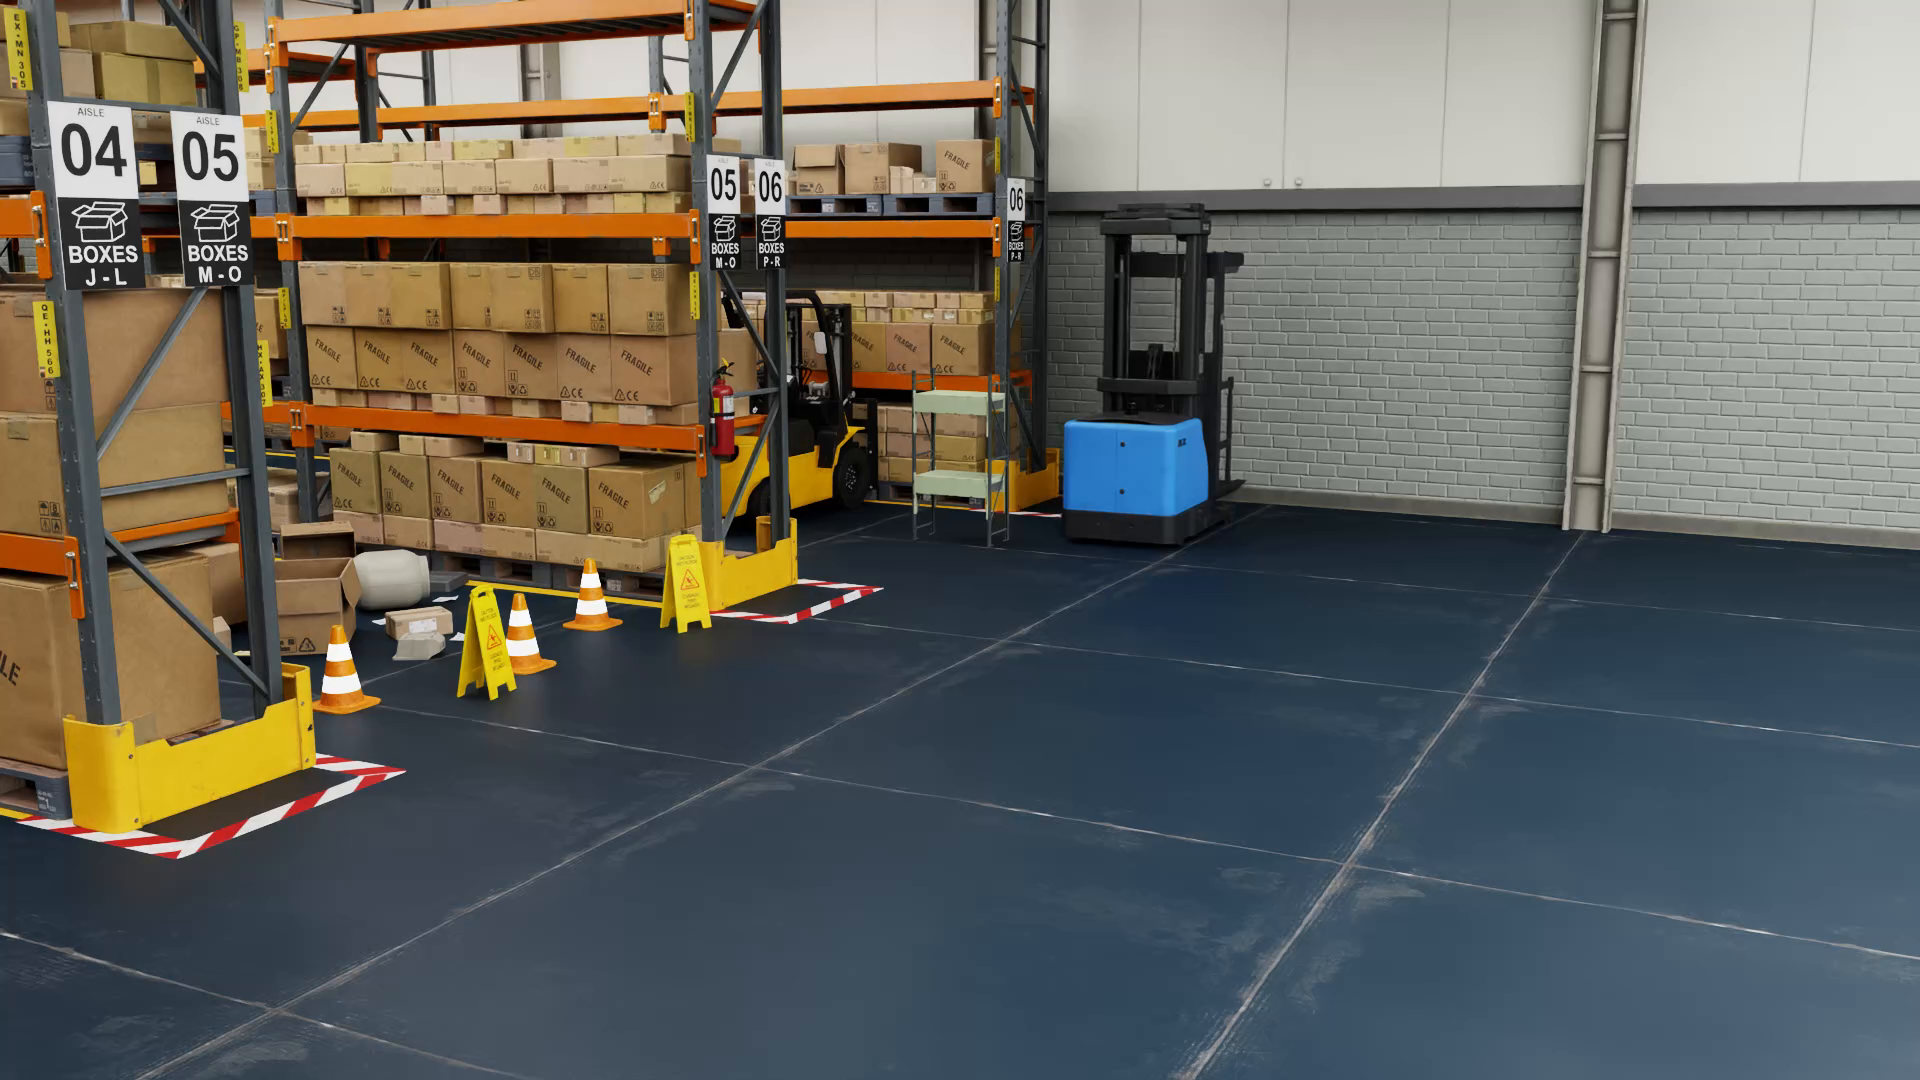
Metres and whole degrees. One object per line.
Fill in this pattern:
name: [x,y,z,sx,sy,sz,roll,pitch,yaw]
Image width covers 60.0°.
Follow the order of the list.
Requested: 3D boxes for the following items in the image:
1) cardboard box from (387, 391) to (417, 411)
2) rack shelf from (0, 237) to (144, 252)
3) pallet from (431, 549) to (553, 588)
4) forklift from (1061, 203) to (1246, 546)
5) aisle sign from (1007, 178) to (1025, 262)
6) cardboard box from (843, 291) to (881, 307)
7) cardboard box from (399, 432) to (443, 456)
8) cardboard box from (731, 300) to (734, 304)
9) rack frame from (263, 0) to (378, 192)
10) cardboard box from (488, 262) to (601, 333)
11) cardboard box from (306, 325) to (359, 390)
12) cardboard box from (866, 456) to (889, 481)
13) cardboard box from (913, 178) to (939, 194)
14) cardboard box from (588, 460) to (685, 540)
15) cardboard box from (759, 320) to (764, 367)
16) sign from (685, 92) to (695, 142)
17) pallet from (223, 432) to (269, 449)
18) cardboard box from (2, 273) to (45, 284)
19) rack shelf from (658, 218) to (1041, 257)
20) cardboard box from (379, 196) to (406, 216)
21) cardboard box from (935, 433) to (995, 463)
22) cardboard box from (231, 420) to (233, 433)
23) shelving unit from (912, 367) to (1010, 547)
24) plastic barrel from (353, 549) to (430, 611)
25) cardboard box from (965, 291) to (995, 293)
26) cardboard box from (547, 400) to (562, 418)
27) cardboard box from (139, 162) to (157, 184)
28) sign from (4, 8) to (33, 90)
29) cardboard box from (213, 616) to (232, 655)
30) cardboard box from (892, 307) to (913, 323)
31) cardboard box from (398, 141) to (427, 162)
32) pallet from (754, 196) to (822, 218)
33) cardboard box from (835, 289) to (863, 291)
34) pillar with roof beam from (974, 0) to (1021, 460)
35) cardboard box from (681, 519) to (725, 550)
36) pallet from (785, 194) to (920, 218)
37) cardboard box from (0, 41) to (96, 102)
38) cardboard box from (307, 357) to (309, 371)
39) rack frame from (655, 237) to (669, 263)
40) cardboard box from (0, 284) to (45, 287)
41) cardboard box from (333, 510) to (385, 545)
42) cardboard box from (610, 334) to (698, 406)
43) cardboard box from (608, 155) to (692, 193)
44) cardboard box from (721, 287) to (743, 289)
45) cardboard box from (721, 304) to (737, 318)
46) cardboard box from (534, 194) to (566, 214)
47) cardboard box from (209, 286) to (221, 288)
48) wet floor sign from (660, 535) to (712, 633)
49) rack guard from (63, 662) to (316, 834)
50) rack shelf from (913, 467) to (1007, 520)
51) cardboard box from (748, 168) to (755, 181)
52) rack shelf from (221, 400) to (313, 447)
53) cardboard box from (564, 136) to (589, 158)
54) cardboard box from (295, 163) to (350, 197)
cardboard box: [-4.319,-1.125,13.227,0.250,0.149,0.380,5,12,28]
rack shelf: [-11.942,-4.080,22.449,4.000,0.370,1.077,5,11,26]
pallet: [-3.451,0.138,13.373,1.213,0.211,1.003,5,11,26]
forklift: [1.957,-1.612,15.406,1.130,2.935,3.031,5,11,24]
aisle sign: [0.542,-3.082,16.037,0.004,0.787,0.394,5,11,26]
cardboard box: [-0.991,-2.449,16.900,0.250,0.149,0.380,5,12,27]
cardboard box: [-4.211,-0.770,13.174,0.250,0.149,0.380,6,12,28]
cardboard box: [-2.313,-2.587,17.667,0.250,0.149,0.380,5,11,25]
rack frame: [-5.167,-4.329,13.382,0.127,3.000,1.000,5,11,26]
cardboard box: [-3.088,-1.820,12.438,0.500,0.500,0.700,5,11,25]
cardboard box: [-4.896,-1.493,13.443,0.500,0.500,0.500,5,11,26]
cardboard box: [-0.835,-0.777,17.140,0.500,0.250,0.500,5,11,26]
cardboard box: [-0.265,-3.480,16.358,0.250,0.149,0.380,5,11,24]
cardboard box: [-2.414,-0.306,12.434,0.500,0.500,0.500,5,11,26]
cardboard box: [-1.763,-2.064,17.434,0.500,0.500,0.500,5,11,25]
sign: [-1.844,-2.886,11.347,0.005,0.325,0.100,5,11,26]
pallet: [-9.403,-1.370,21.708,1.213,0.211,1.003,5,11,26]
cardboard box: [-9.089,-2.311,15.990,0.500,0.500,0.500,5,11,24]
rack shelf: [-1.181,-3.134,17.224,4.000,0.370,1.077,5,11,26]
cardboard box: [-4.308,-2.608,13.001,0.250,0.149,0.380,5,12,28]
cardboard box: [0.038,-0.943,16.655,0.500,0.250,0.500,5,11,25]
cardboard box: [-8.887,-1.623,21.113,0.500,0.500,0.500,5,11,24]
shelving unit: [0.006,-0.737,14.594,0.755,1.500,0.431,5,11,26]
plastic barrel: [-4.102,0.285,11.967,0.512,0.421,0.421,-4,11,-23]
cardboard box: [0.195,-2.461,16.969,0.250,0.149,0.380,5,12,28]
cardboard box: [-2.919,-1.017,12.635,0.250,0.149,0.380,5,11,27]
cardboard box: [-6.664,-3.090,14.199,0.500,0.250,0.500,5,11,27]
sign: [-3.932,-2.050,6.950,0.005,0.325,0.100,5,11,26]
cardboard box: [-4.911,0.608,10.624,0.258,0.266,0.396,7,13,36]
cardboard box: [-0.487,-2.273,16.763,0.250,0.149,0.380,5,11,25]
cardboard box: [-4.082,-2.970,12.763,0.250,0.149,0.380,5,11,24]
pallet: [-2.198,-3.539,17.690,1.213,0.211,1.003,5,11,26]
cardboard box: [-1.207,-2.577,17.608,0.250,0.149,0.380,5,12,27]
pillar with roof beam: [-1.518,-4.318,13.321,0.400,9.000,9.100,5,11,26]
cardboard box: [-2.181,-0.023,12.977,0.500,0.250,0.500,5,11,25]
pallet: [-1.108,-3.443,17.158,1.213,0.211,1.003,5,11,26]
cardboard box: [-4.242,-2.062,7.402,0.500,0.250,0.500,5,11,27]
cardboard box: [-5.523,-1.554,14.420,0.250,0.149,0.380,5,11,27]
rack frame: [-2.974,-2.170,18.298,0.127,3.000,1.000,5,11,26]
cardboard box: [-4.972,-0.998,8.370,0.550,0.550,0.875,5,11,26]
cardboard box: [-4.758,-0.141,13.628,0.500,0.250,0.500,4,11,23]
cardboard box: [-2.189,-1.256,12.132,0.500,0.500,0.500,5,11,25]
cardboard box: [-2.158,-2.608,11.879,0.500,0.250,0.500,5,11,25]
cardboard box: [-2.554,-2.708,18.332,0.250,0.149,0.380,5,11,26]
cardboard box: [-2.326,-2.435,17.660,0.250,0.149,0.380,5,11,26]
cardboard box: [-2.927,-2.481,12.299,0.250,0.149,0.380,5,11,25]
cardboard box: [-6.305,-2.151,14.076,0.250,0.149,0.380,5,11,24]
wet floor sign: [-1.883,0.283,11.357,0.267,0.644,0.232,-10,14,-43]
rack guard: [-3.658,0.969,7.974,0.348,0.500,1.175,5,11,26]
rack shelf: [0.006,-0.417,14.652,0.720,0.370,0.431,5,11,26]
cardboard box: [-2.336,-3.754,17.415,0.500,0.311,0.500,5,12,27]
rack shelf: [-6.961,-1.181,14.851,4.000,0.370,1.077,5,11,26]
cardboard box: [-2.670,-2.858,12.142,0.250,0.149,0.380,5,11,26]
cardboard box: [-4.894,-2.847,13.202,0.500,0.250,0.500,5,11,25]
